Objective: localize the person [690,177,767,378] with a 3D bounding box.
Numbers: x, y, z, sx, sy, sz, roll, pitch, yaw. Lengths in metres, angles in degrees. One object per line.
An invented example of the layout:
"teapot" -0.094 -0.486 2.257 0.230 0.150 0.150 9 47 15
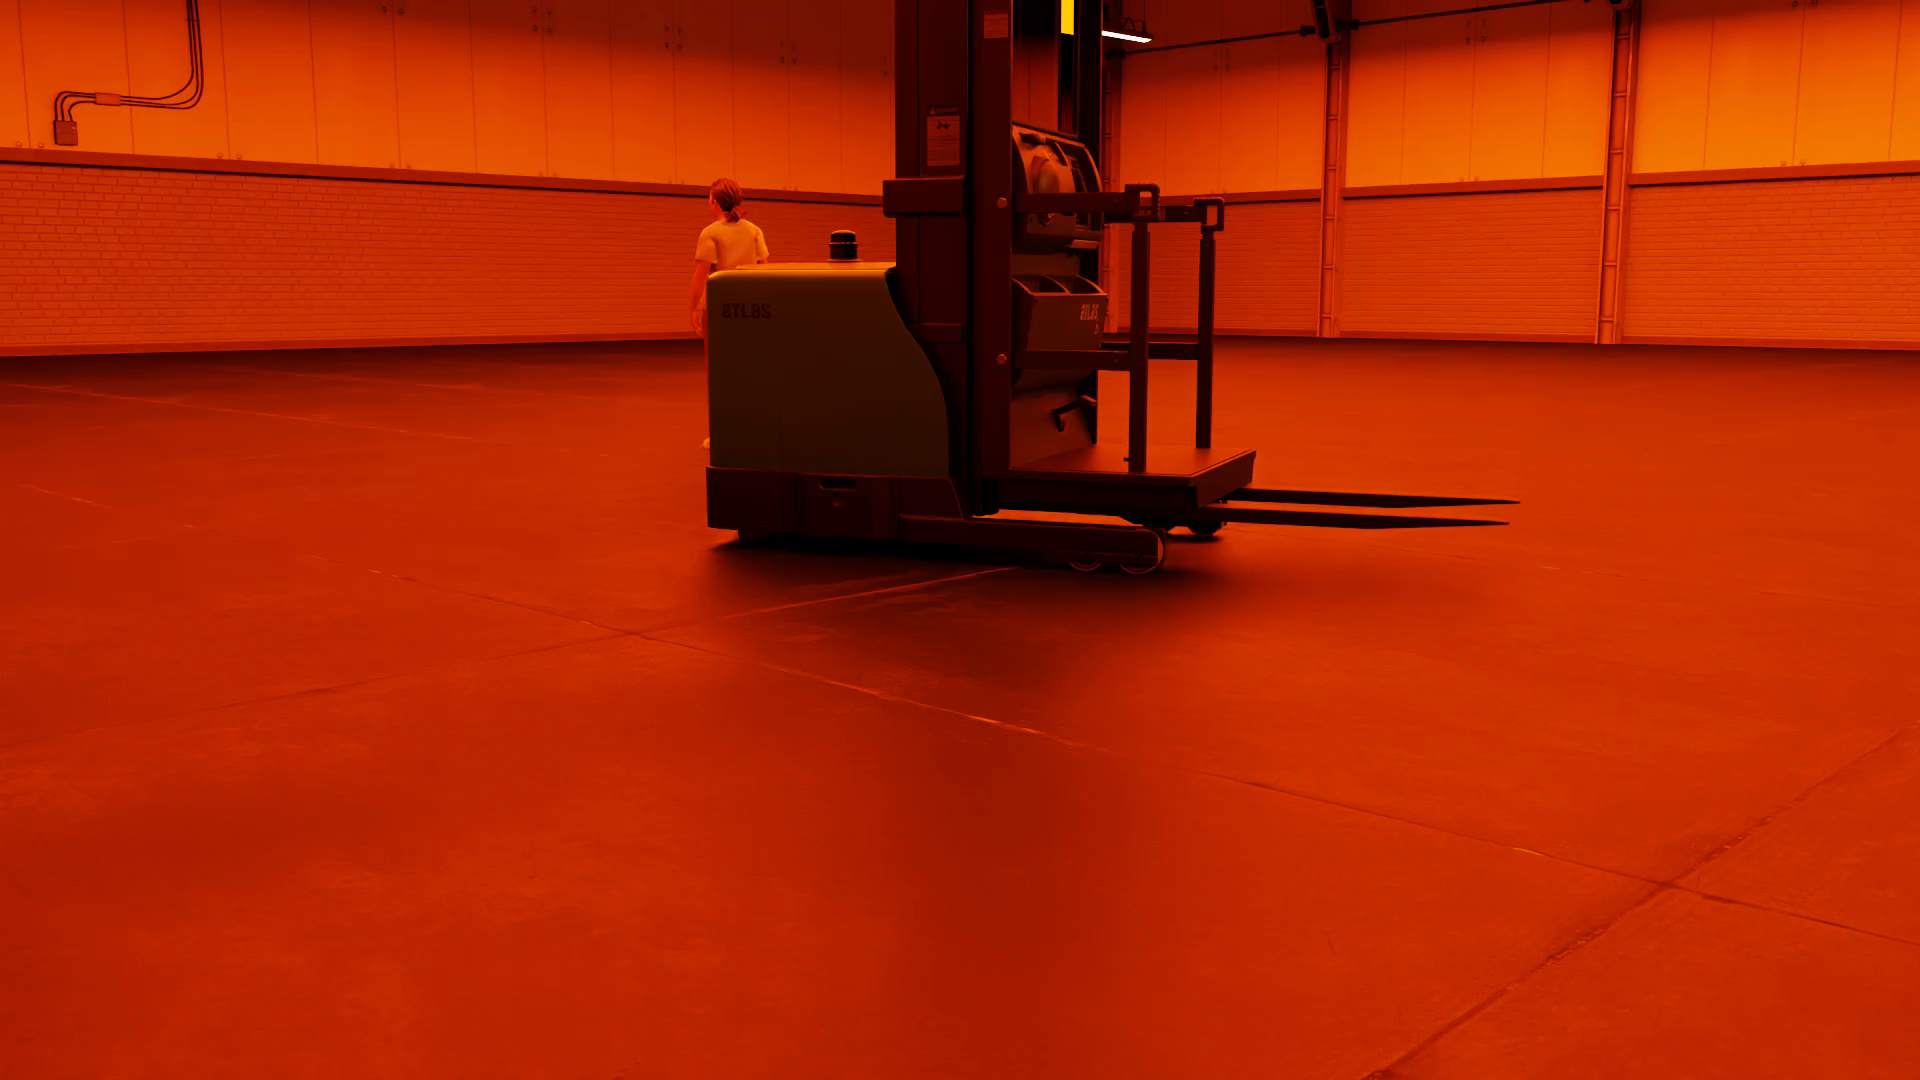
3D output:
"person" -1.438 -1.430 10.342 0.537 1.611 0.407 -6 10 -33

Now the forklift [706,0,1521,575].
"forklift" 0.565 -1.416 6.275 3.031 2.935 1.130 3 9 22
